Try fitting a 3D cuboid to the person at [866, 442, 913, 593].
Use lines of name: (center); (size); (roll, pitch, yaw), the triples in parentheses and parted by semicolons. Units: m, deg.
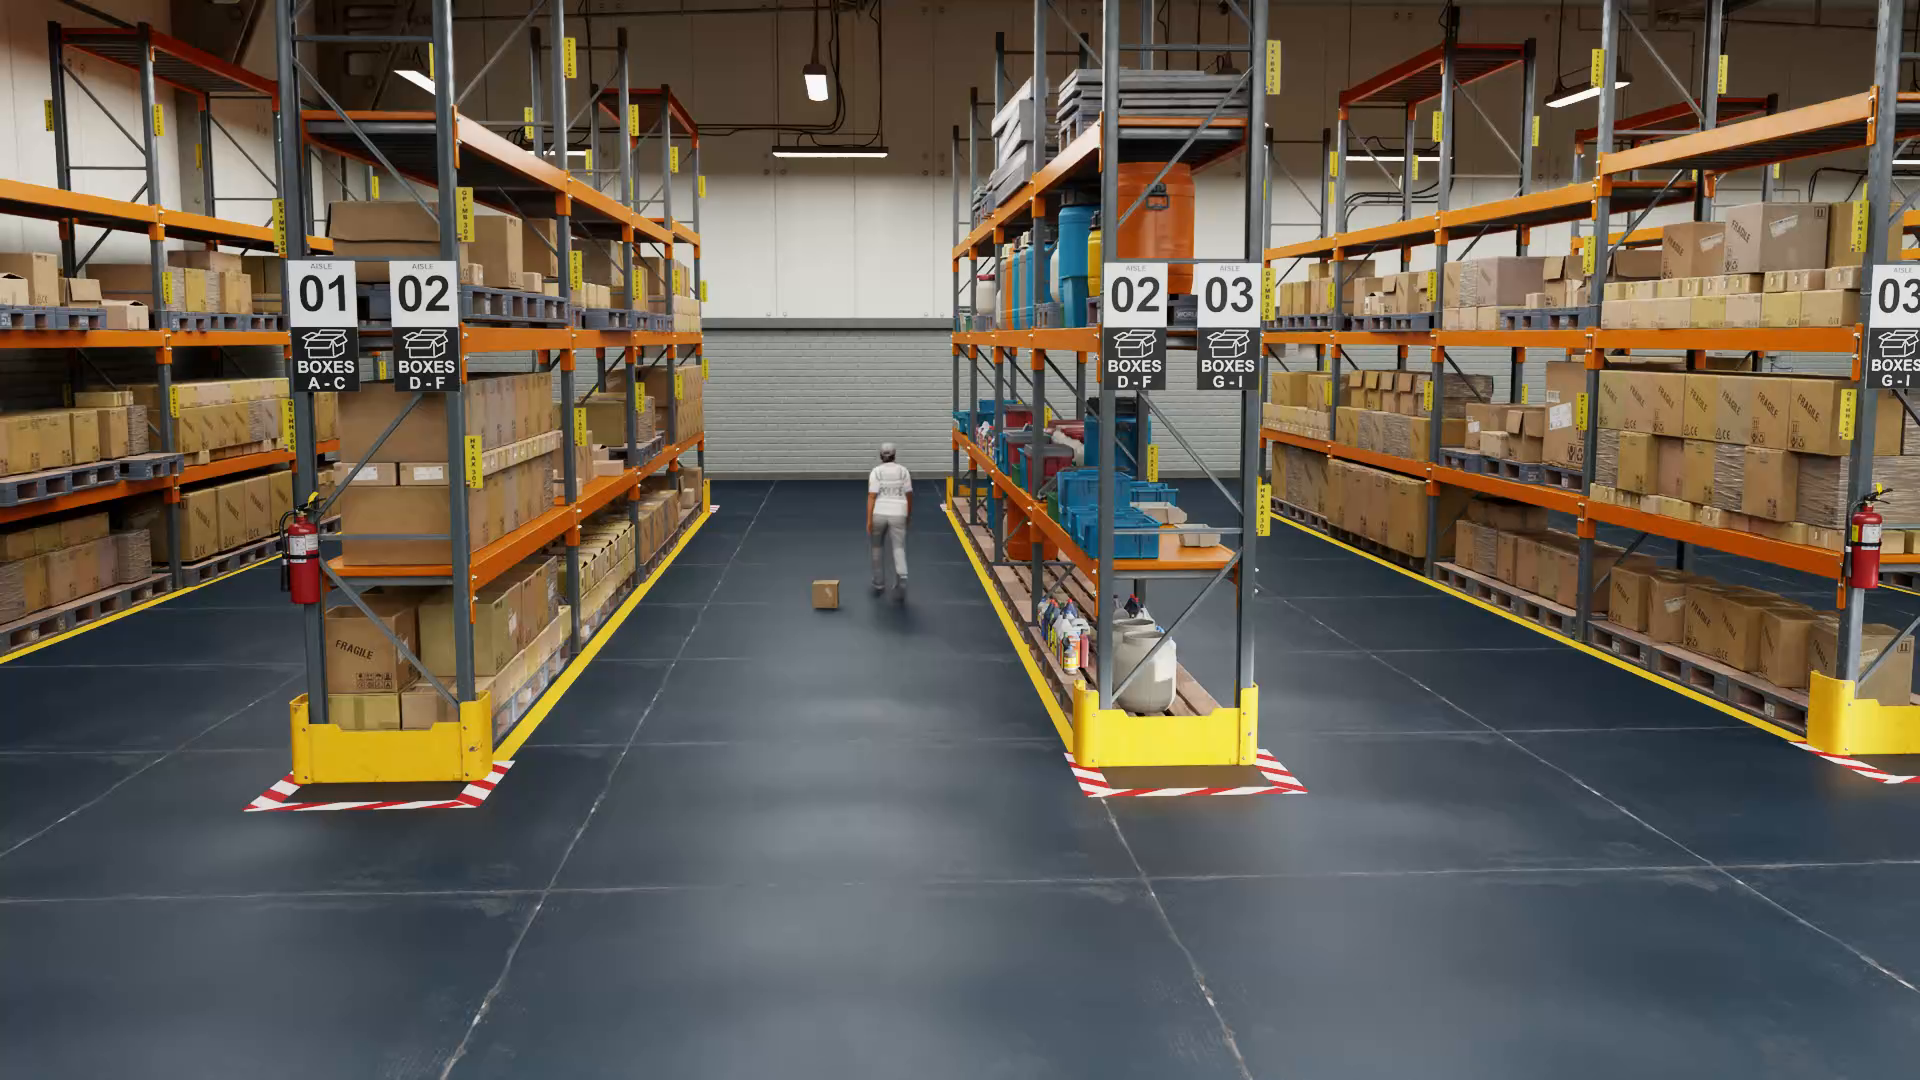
person: (-0.751, -0.241, 17.817); (0.516, 1.603, 1.015); (-1, 7, -7)
